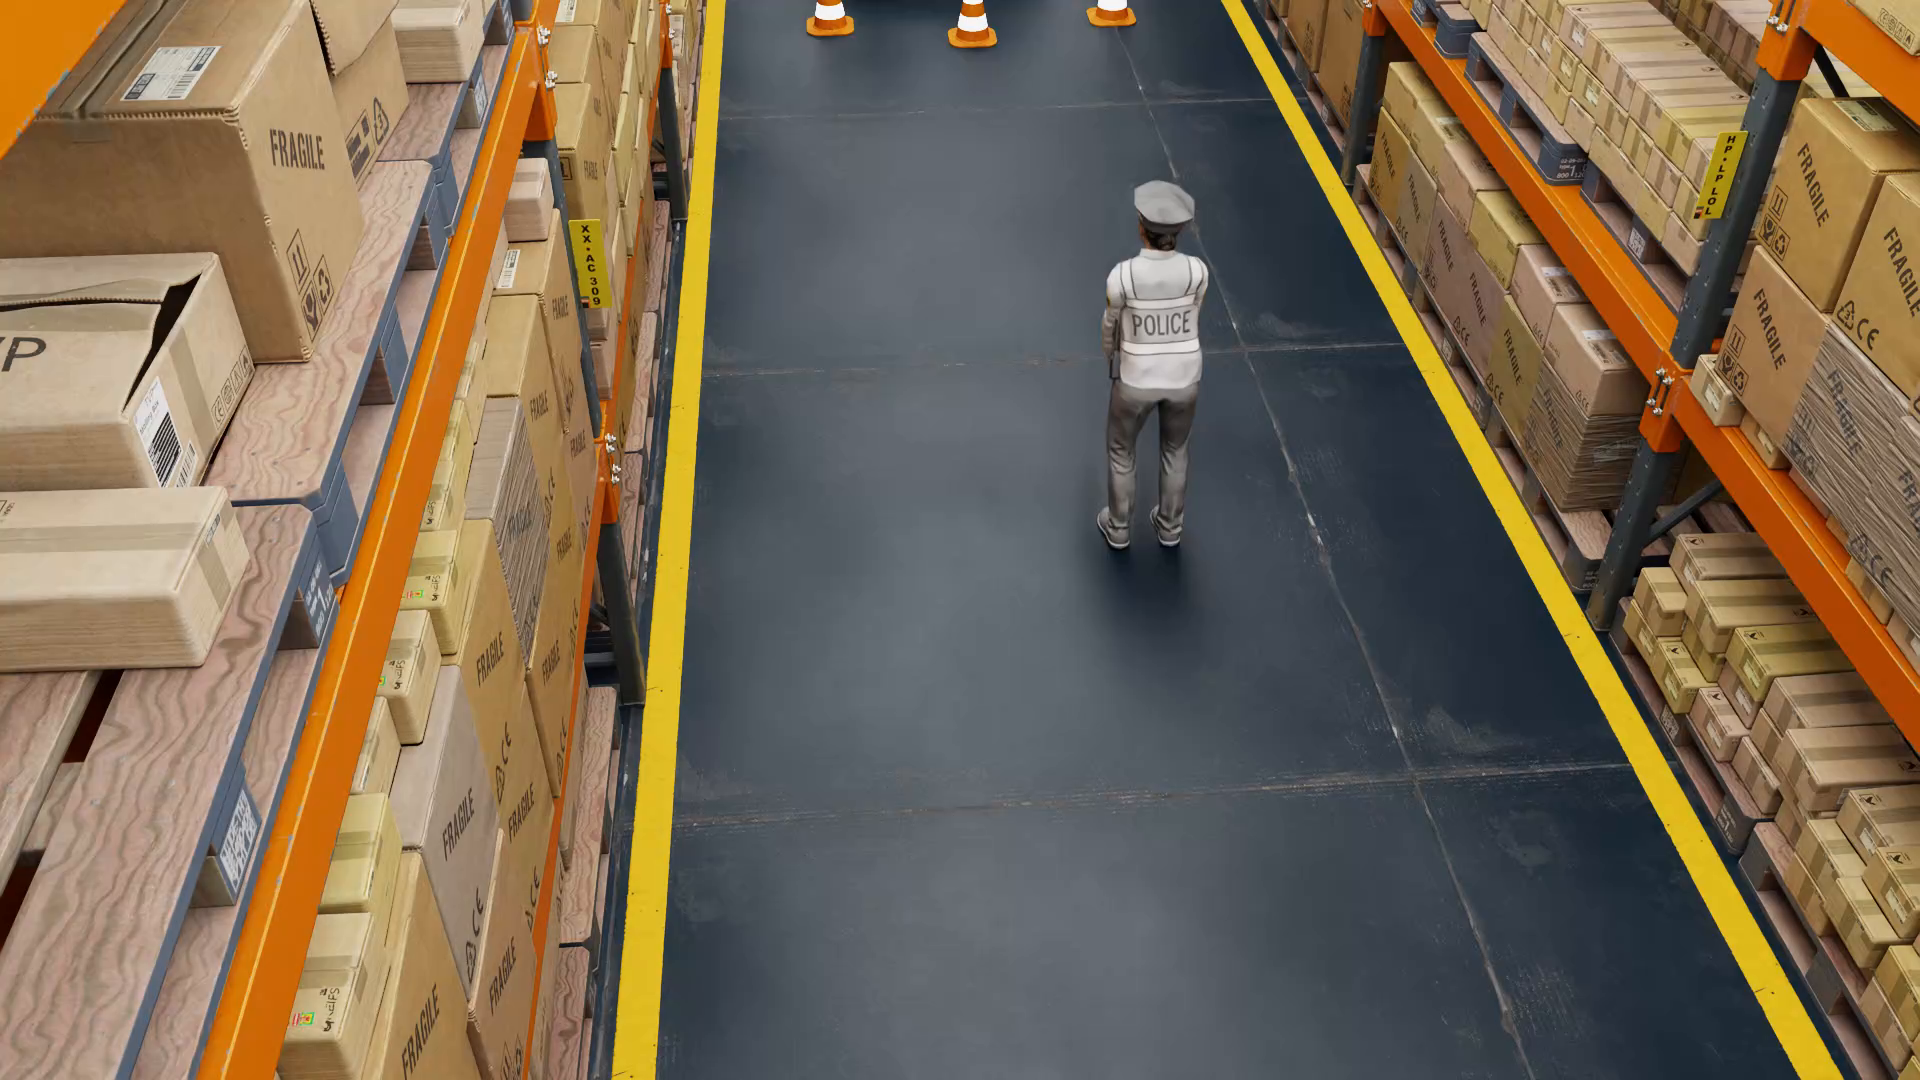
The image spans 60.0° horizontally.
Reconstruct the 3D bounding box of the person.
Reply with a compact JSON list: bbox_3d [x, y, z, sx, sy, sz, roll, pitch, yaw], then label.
[{"bbox_3d":[0.796,-0.724,7.043,0.415,1.665,0.543,-4,40,-5],"label":"person"}]
